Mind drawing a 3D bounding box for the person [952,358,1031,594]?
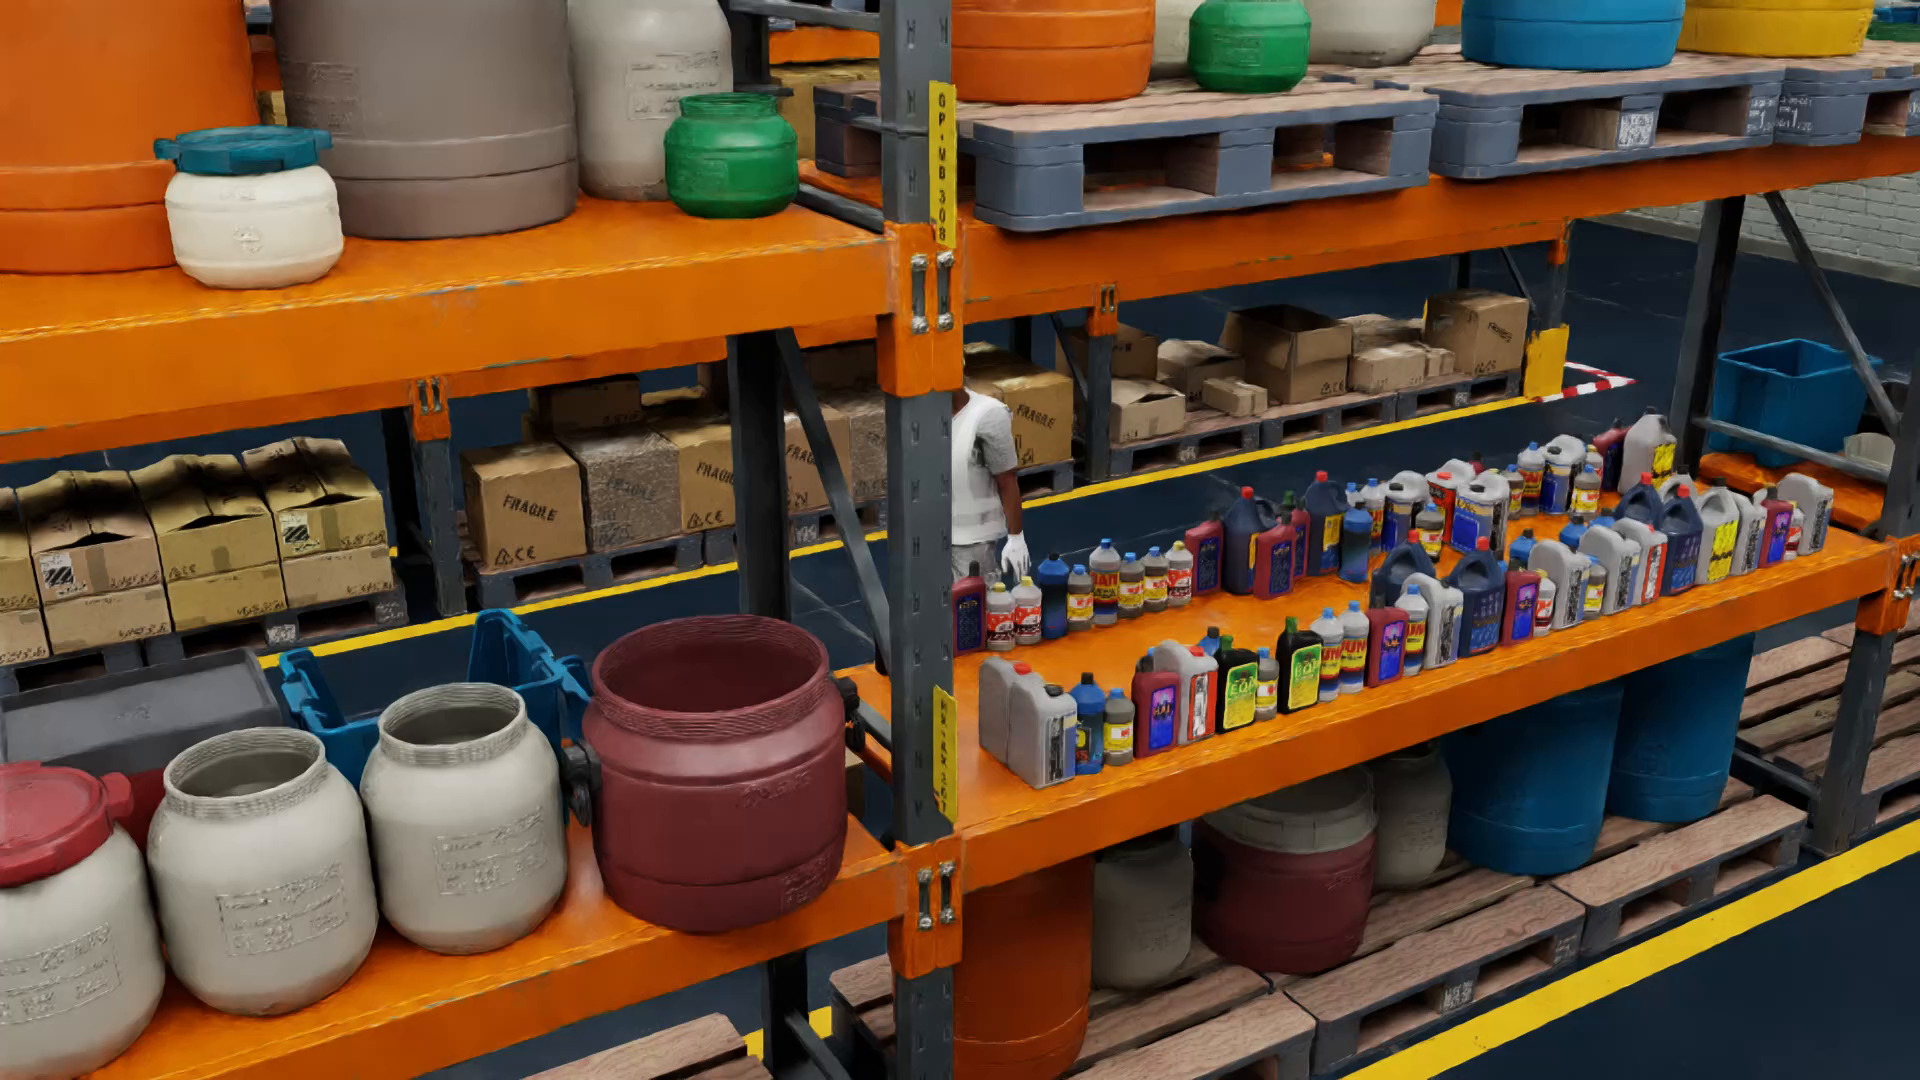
[{"bbox_3d":[-0.040,0.011,6.974,0.687,1.776,0.455,17,27,36],"label":"person"}]
